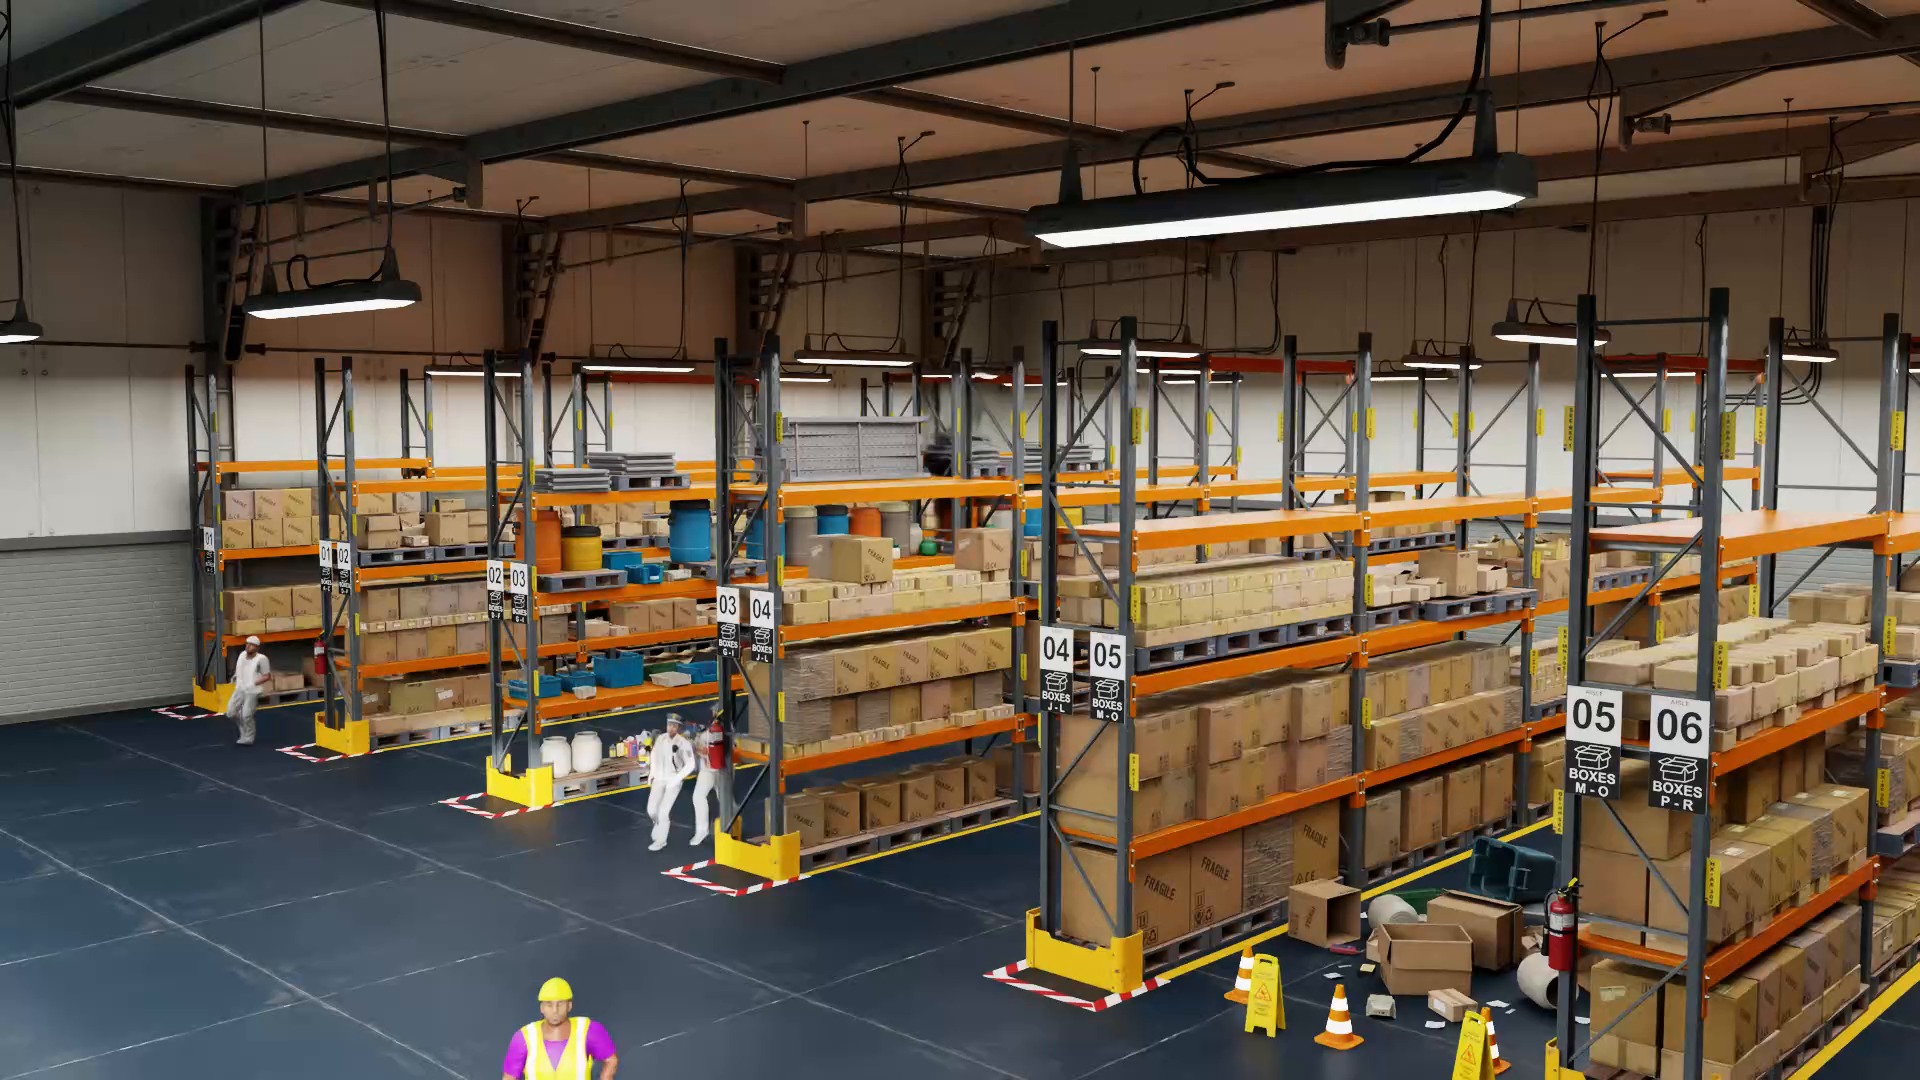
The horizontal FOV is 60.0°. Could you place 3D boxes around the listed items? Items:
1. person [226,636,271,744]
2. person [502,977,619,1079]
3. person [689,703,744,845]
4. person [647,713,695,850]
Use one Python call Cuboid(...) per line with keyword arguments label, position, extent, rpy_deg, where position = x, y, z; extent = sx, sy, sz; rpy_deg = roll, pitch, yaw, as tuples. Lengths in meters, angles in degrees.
Cuboid(label="person", position=(-10.985, 2.336, 25.707), extent=(0.721, 1.724, 0.517), rpy_deg=(2, 5, 19))
Cuboid(label="person", position=(-2.433, 3.525, 10.088), extent=(0.691, 1.721, 0.585), rpy_deg=(-1, 4, -8))
Cuboid(label="person", position=(-2.934, 2.804, 20.061), extent=(0.584, 1.711, 0.709), rpy_deg=(4, 6, 40))
Cuboid(label="person", position=(-3.428, 2.843, 19.658), extent=(0.651, 1.638, 0.519), rpy_deg=(1, 5, 15))
